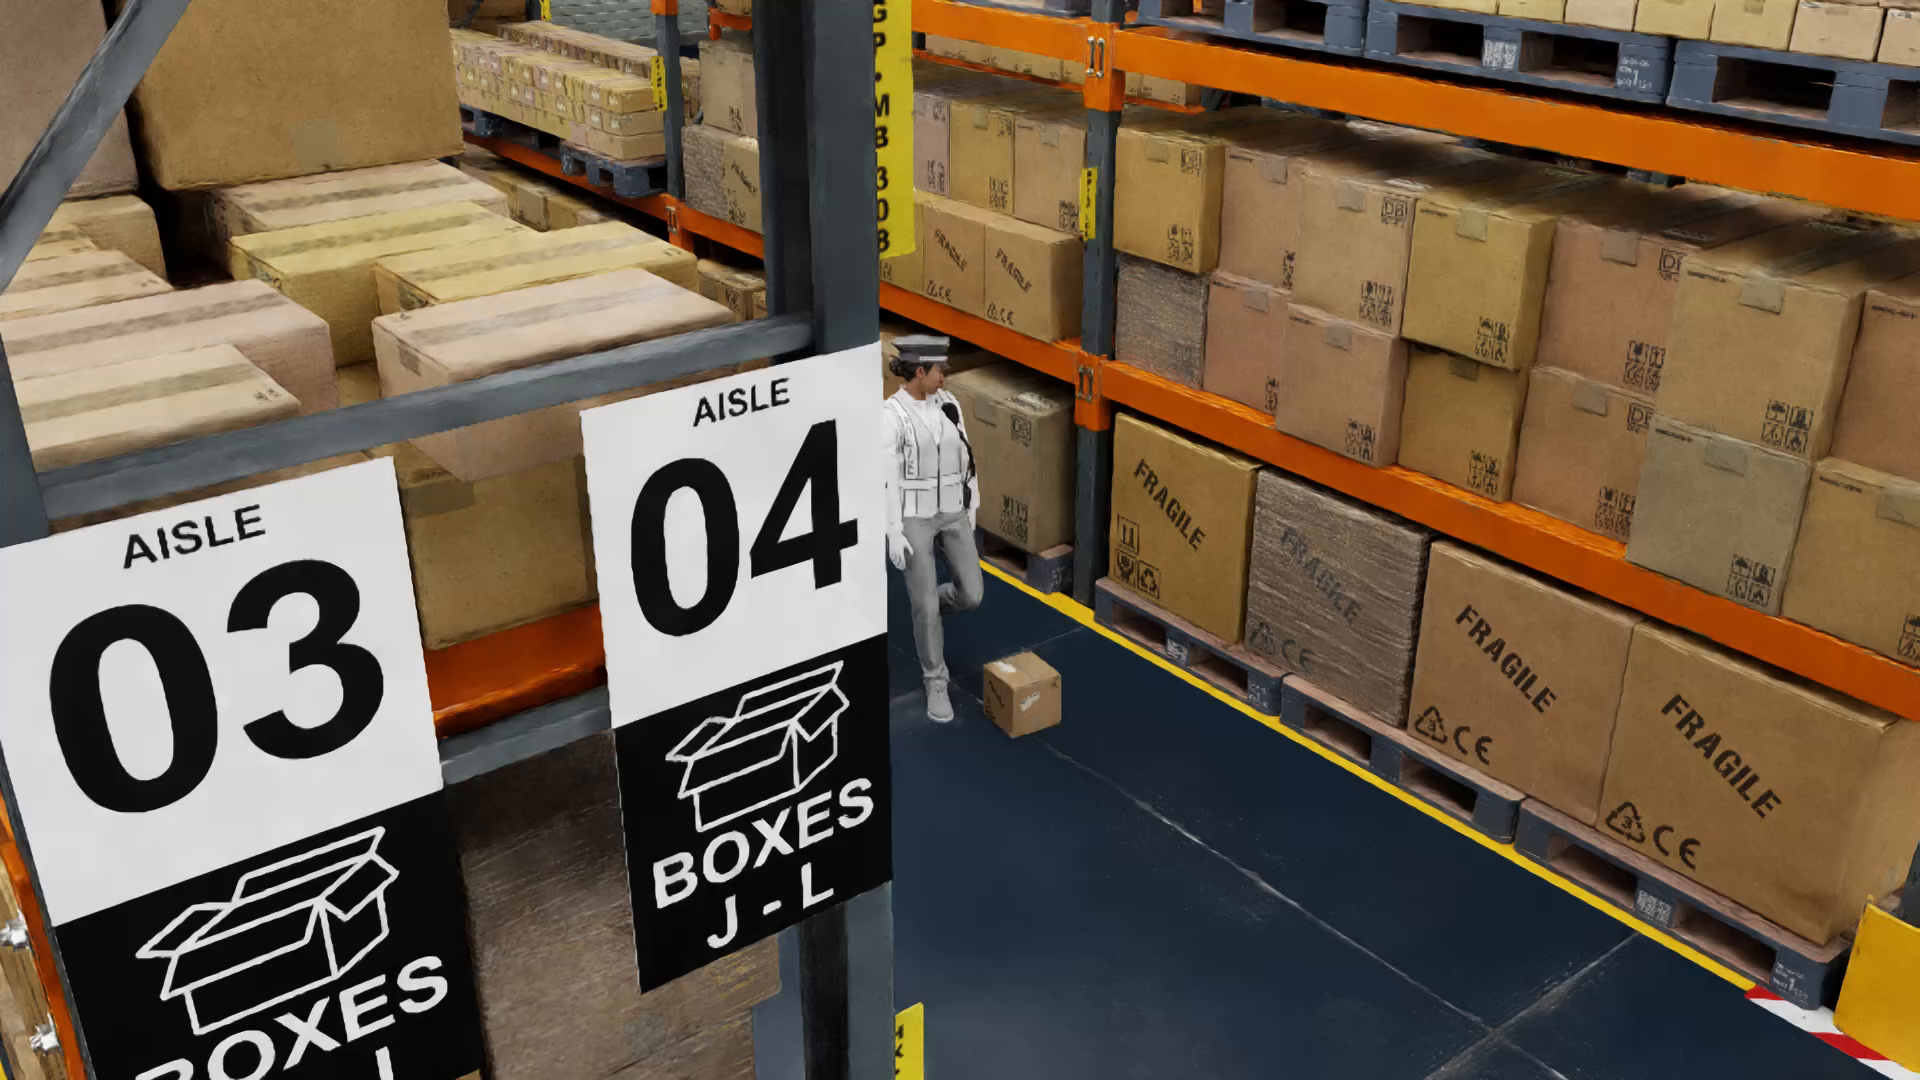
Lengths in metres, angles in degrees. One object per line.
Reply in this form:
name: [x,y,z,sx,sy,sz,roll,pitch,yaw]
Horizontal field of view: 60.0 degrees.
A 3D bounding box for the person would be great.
person: [-0.100,-0.065,7.310,0.515,1.626,0.634,-12,27,-23]
